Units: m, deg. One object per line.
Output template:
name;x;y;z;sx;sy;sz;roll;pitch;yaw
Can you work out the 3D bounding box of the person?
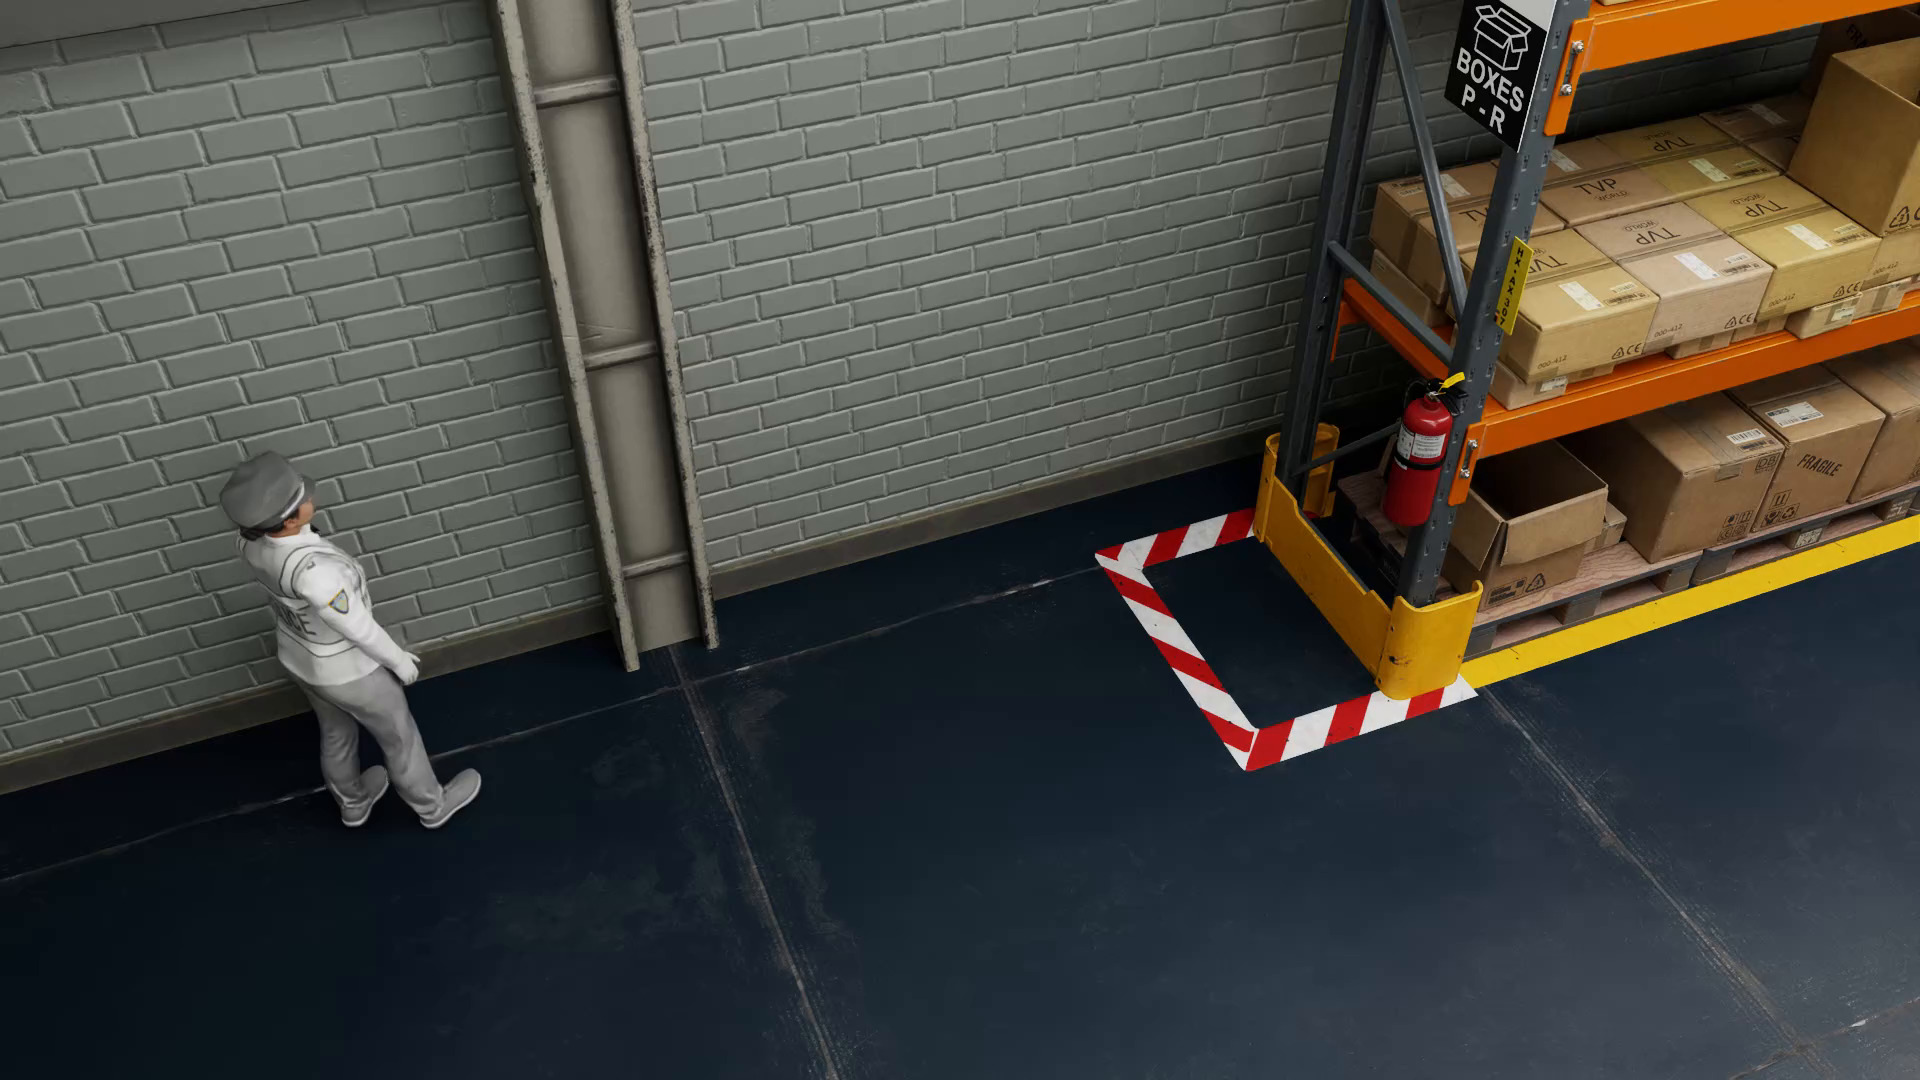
person;-2.083;0.358;5.710;0.512;1.696;0.476;28;49;28
